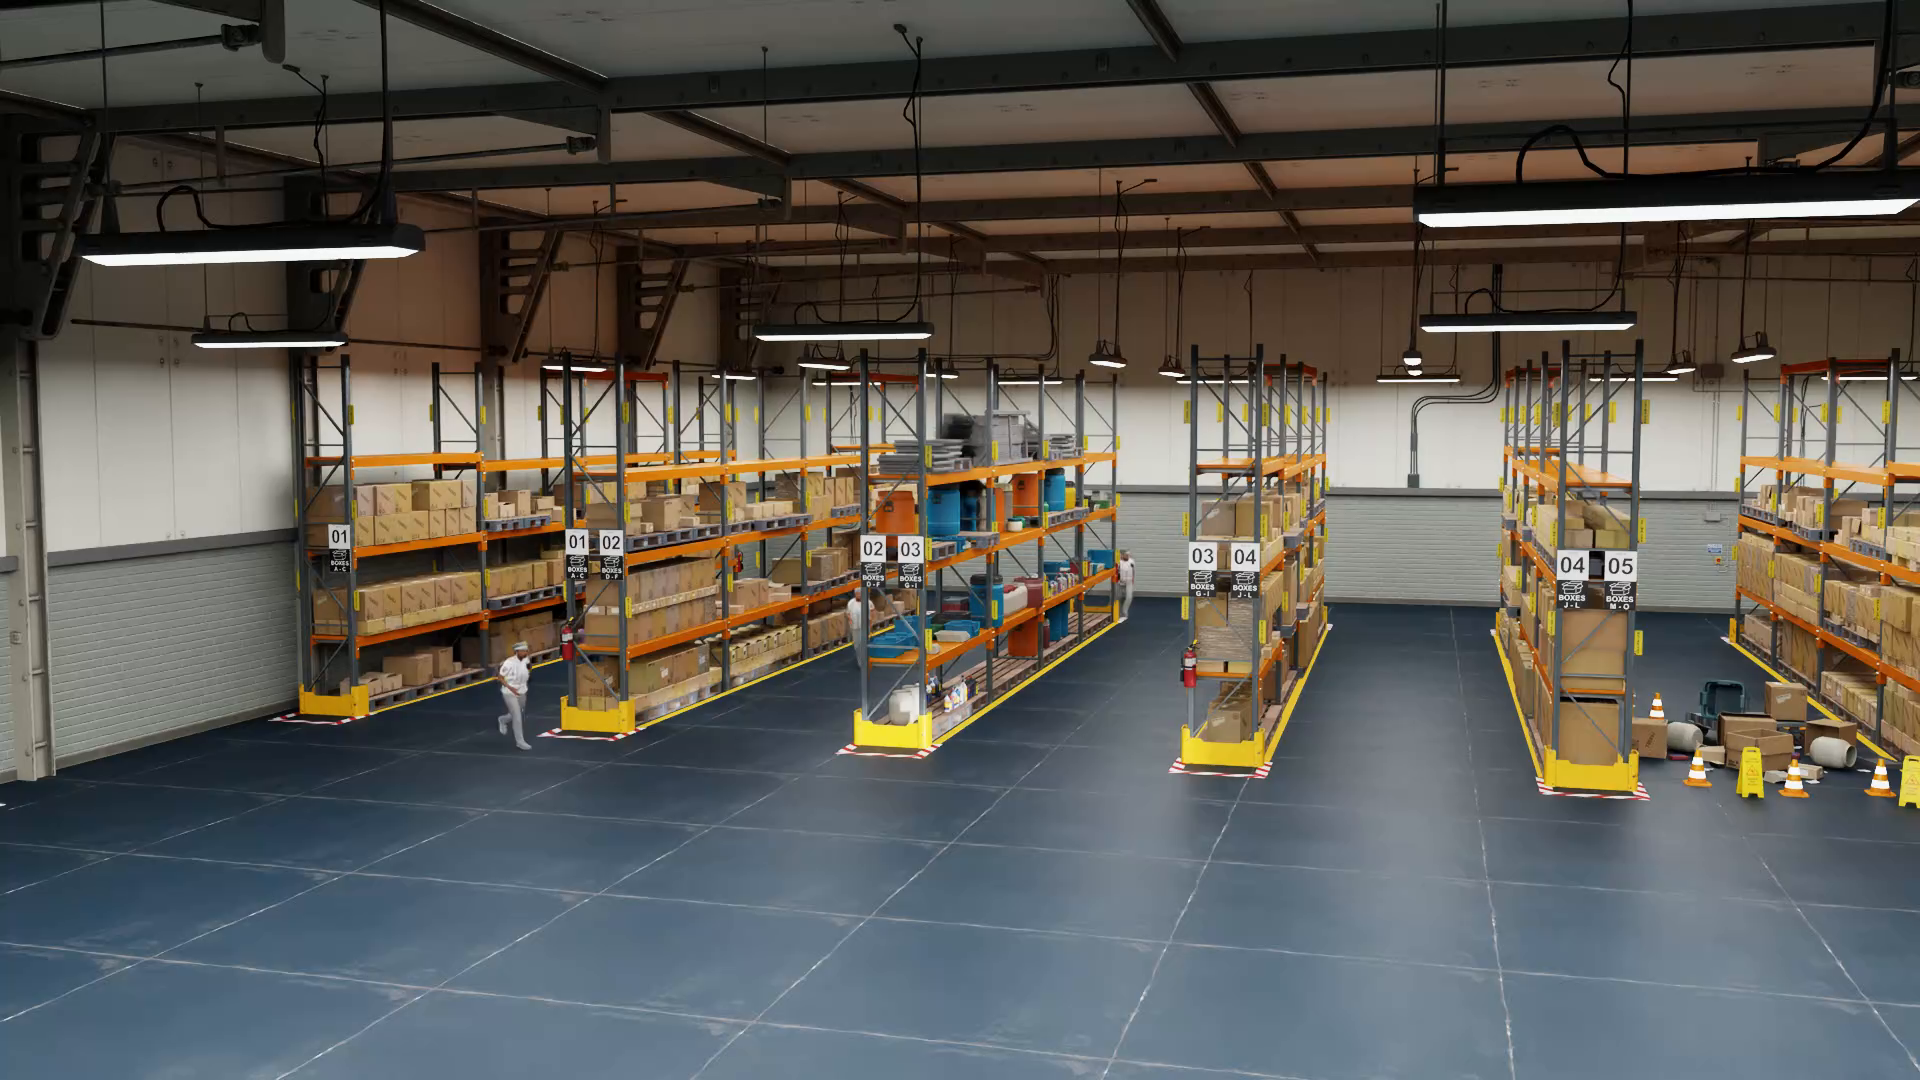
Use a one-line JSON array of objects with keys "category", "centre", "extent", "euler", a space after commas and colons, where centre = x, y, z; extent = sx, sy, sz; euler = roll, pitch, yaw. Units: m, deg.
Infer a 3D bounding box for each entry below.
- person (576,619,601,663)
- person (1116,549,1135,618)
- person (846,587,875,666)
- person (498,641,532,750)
[{"category": "person", "centre": [-6.678, 2.082, 29.891], "extent": [0.527, 1.419, 1.044], "euler": [-1, 4, -8]}, {"category": "person", "centre": [4.053, 1.055, 41.432], "extent": [0.635, 1.720, 0.862], "euler": [-1, 4, -8]}, {"category": "person", "centre": [-1.965, 1.714, 32.754], "extent": [0.538, 1.613, 0.787], "euler": [1, 4, 11]}, {"category": "person", "centre": [-6.771, 2.318, 25.089], "extent": [0.776, 1.648, 0.558], "euler": [4, 6, 43]}]
